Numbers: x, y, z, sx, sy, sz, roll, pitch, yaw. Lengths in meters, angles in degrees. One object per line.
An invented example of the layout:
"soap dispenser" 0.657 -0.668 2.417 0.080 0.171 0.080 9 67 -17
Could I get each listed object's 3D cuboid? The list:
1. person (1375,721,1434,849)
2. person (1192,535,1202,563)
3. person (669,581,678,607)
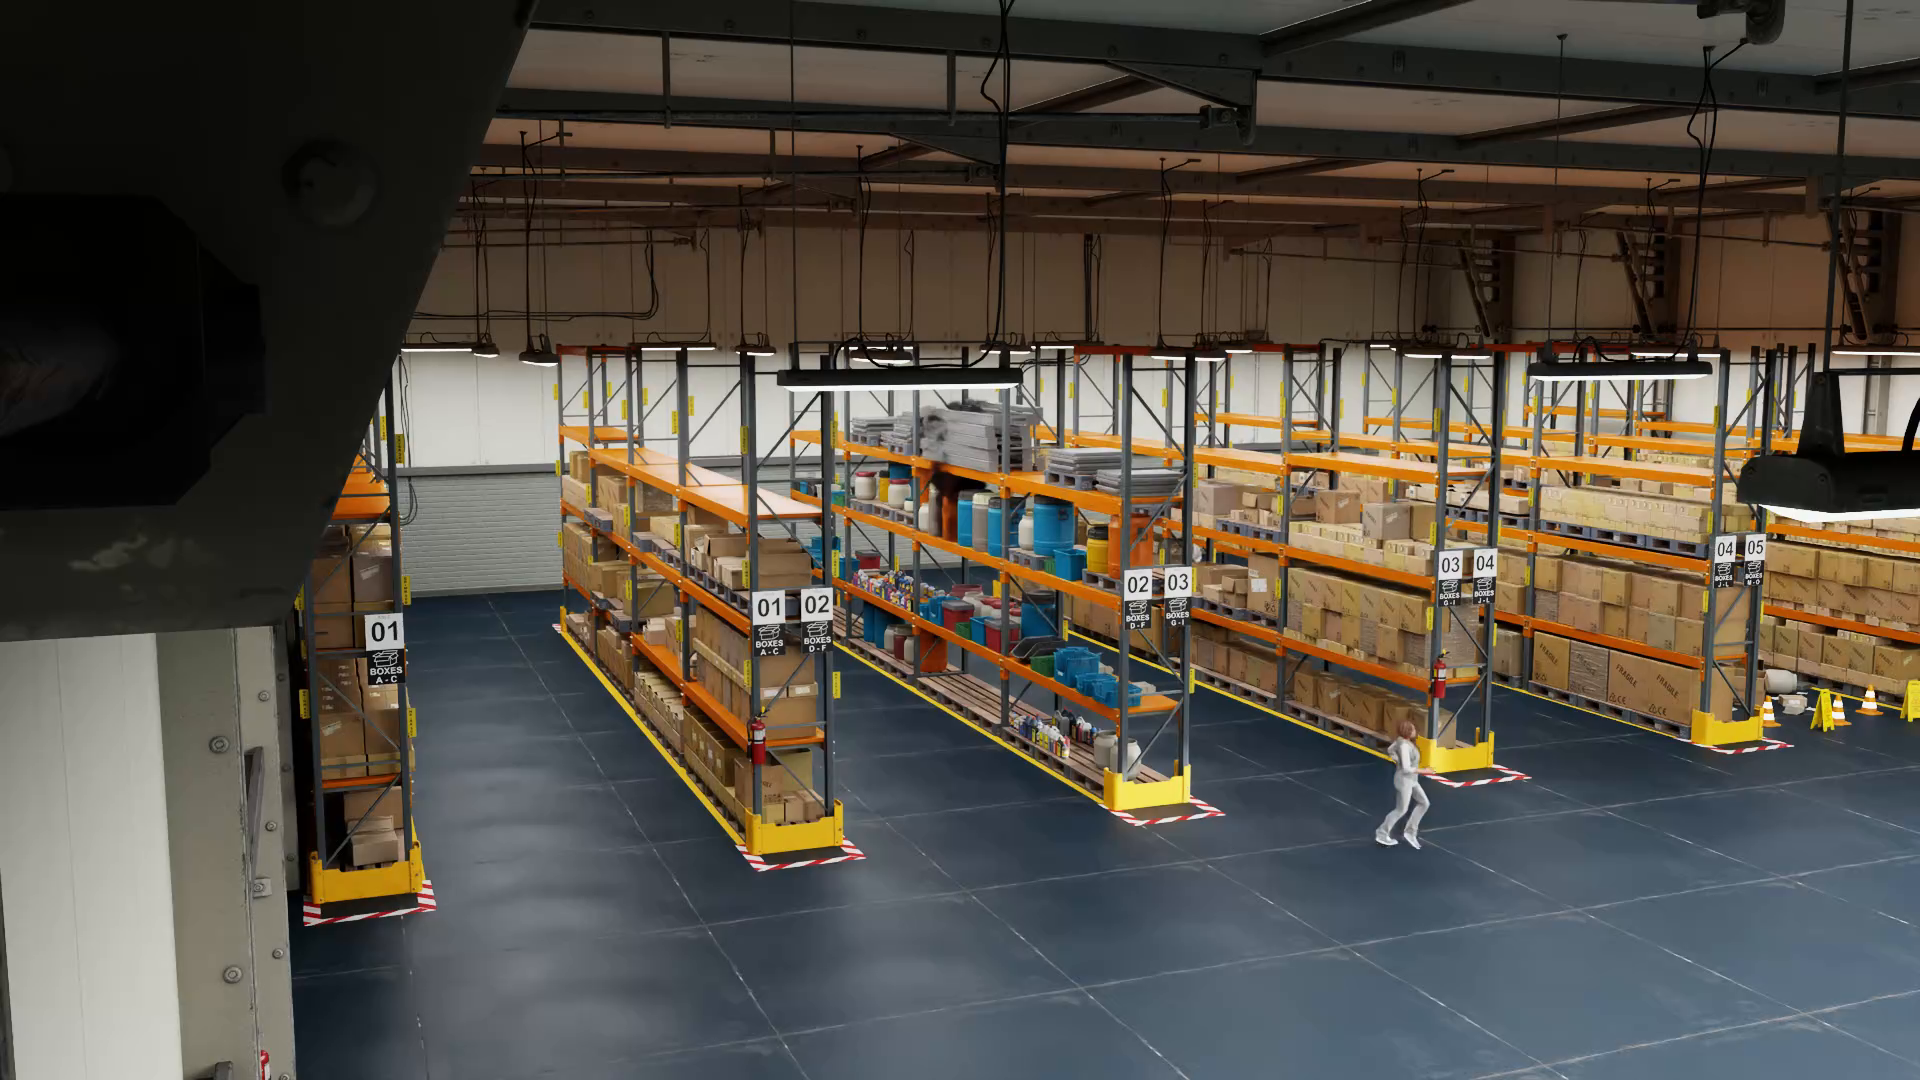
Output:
"person" 5.427 2.985 20.272 0.665 1.609 0.541 2 8 18
"person" 5.179 0.699 37.575 0.708 1.737 0.627 -3 8 -20
"person" -6.426 0.978 35.908 0.736 1.668 0.634 3 8 24
